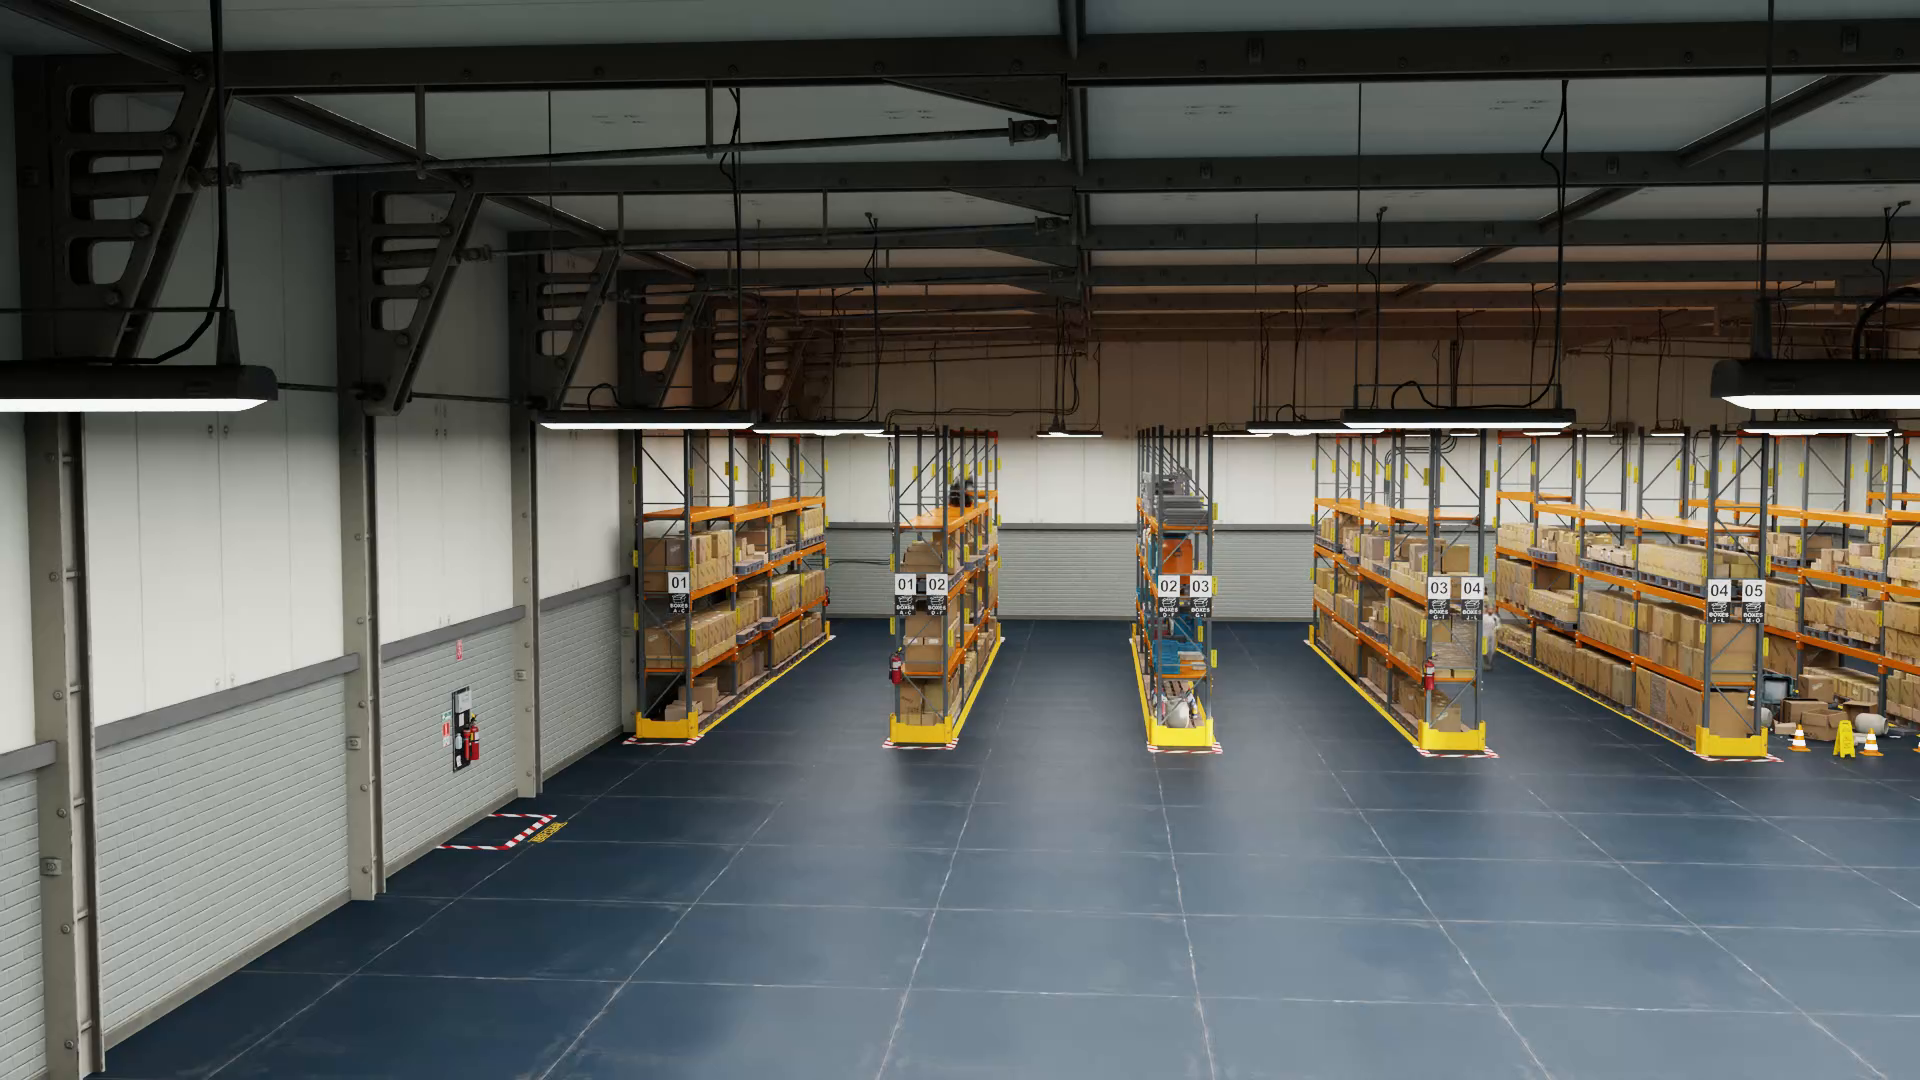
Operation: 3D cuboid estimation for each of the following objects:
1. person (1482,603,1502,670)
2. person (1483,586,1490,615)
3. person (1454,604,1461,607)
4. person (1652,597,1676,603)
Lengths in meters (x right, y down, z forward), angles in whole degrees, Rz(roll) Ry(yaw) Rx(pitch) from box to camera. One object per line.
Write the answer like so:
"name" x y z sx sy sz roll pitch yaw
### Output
"person" 13.118 2.401 41.193 0.592 1.671 0.641 0 3 5
"person" 14.716 2.087 47.166 0.524 1.596 0.612 -2 4 -24
"person" 13.436 2.220 44.650 0.571 1.688 0.707 1 3 9
"person" 20.008 2.024 47.153 0.709 1.741 0.640 1 3 10
